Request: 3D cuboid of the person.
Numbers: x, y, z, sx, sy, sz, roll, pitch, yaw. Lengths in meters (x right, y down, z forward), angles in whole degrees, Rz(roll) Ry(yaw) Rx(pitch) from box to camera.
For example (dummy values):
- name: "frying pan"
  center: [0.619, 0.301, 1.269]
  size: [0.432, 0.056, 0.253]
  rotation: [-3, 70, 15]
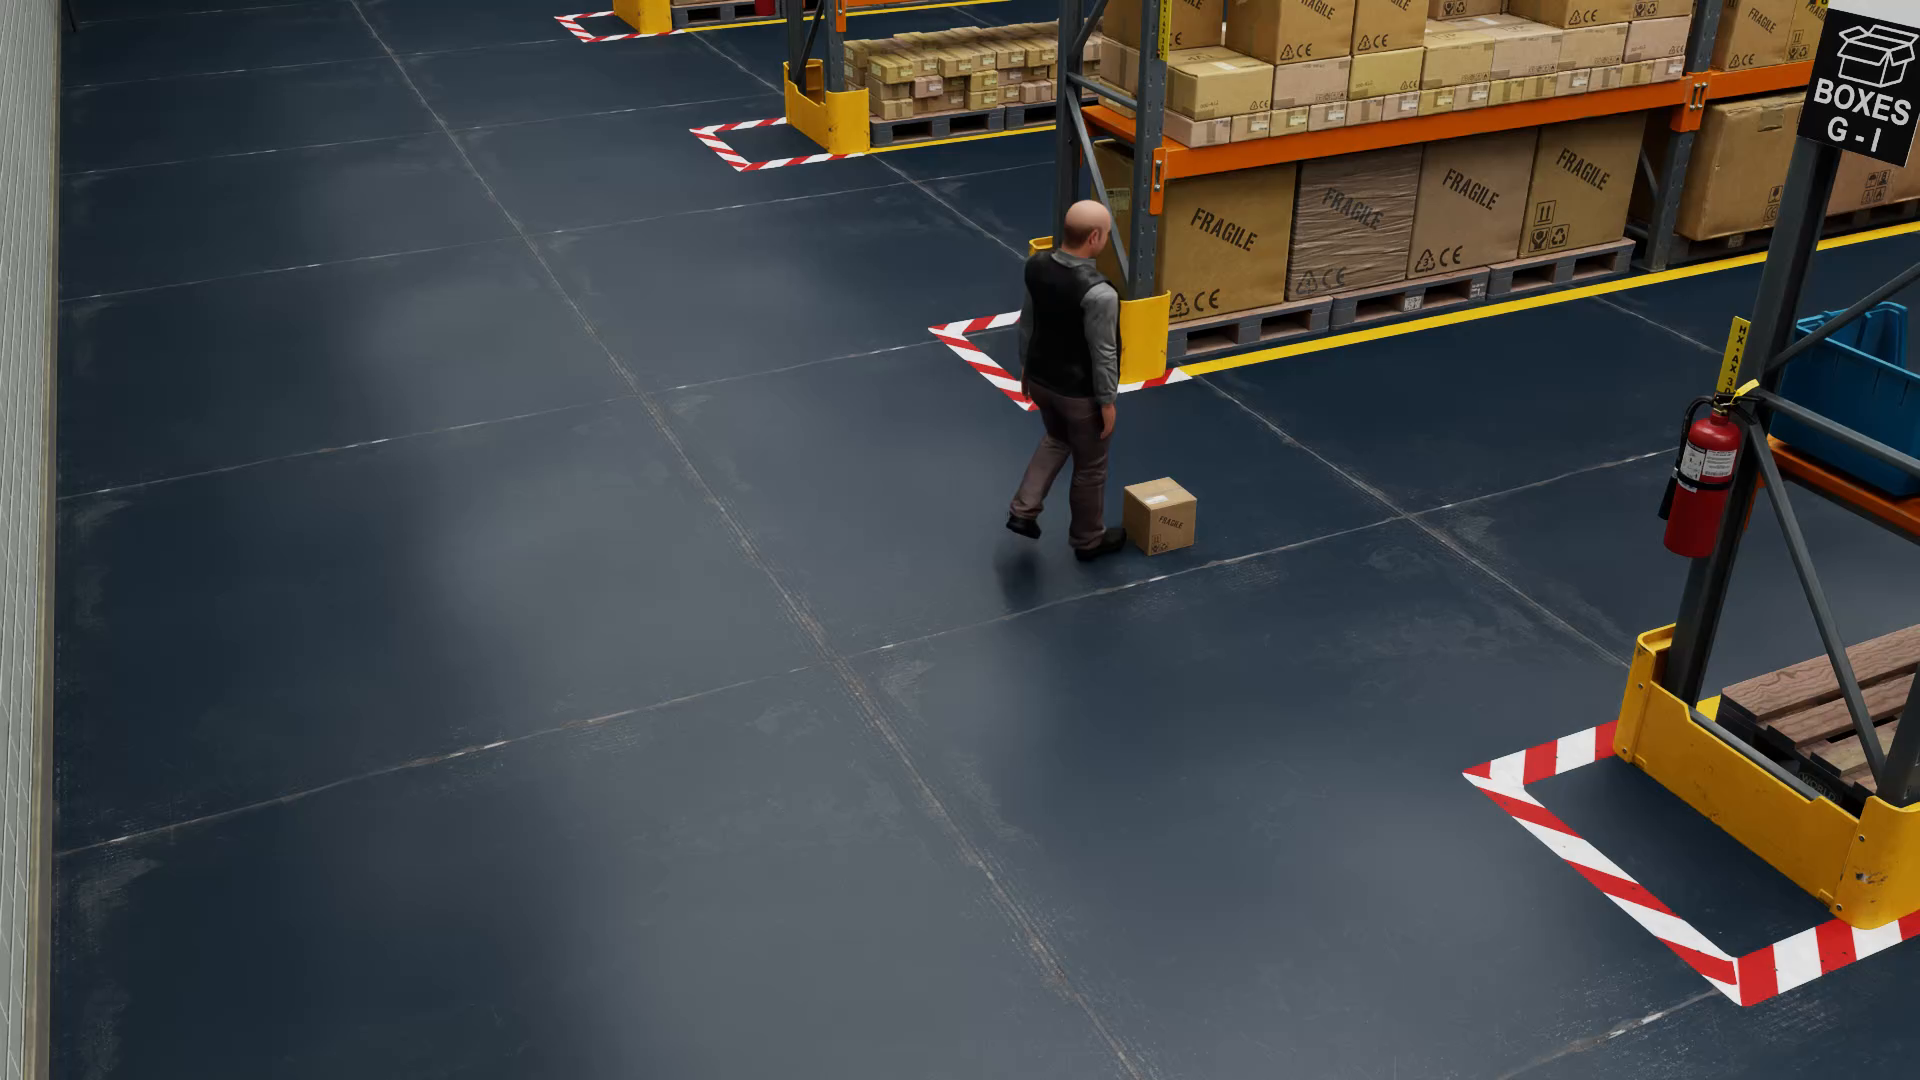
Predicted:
- name: "person"
  center: [0.536, -0.681, 7.335]
  size: [0.569, 1.717, 0.565]
  rotation: [-22, 36, -34]
